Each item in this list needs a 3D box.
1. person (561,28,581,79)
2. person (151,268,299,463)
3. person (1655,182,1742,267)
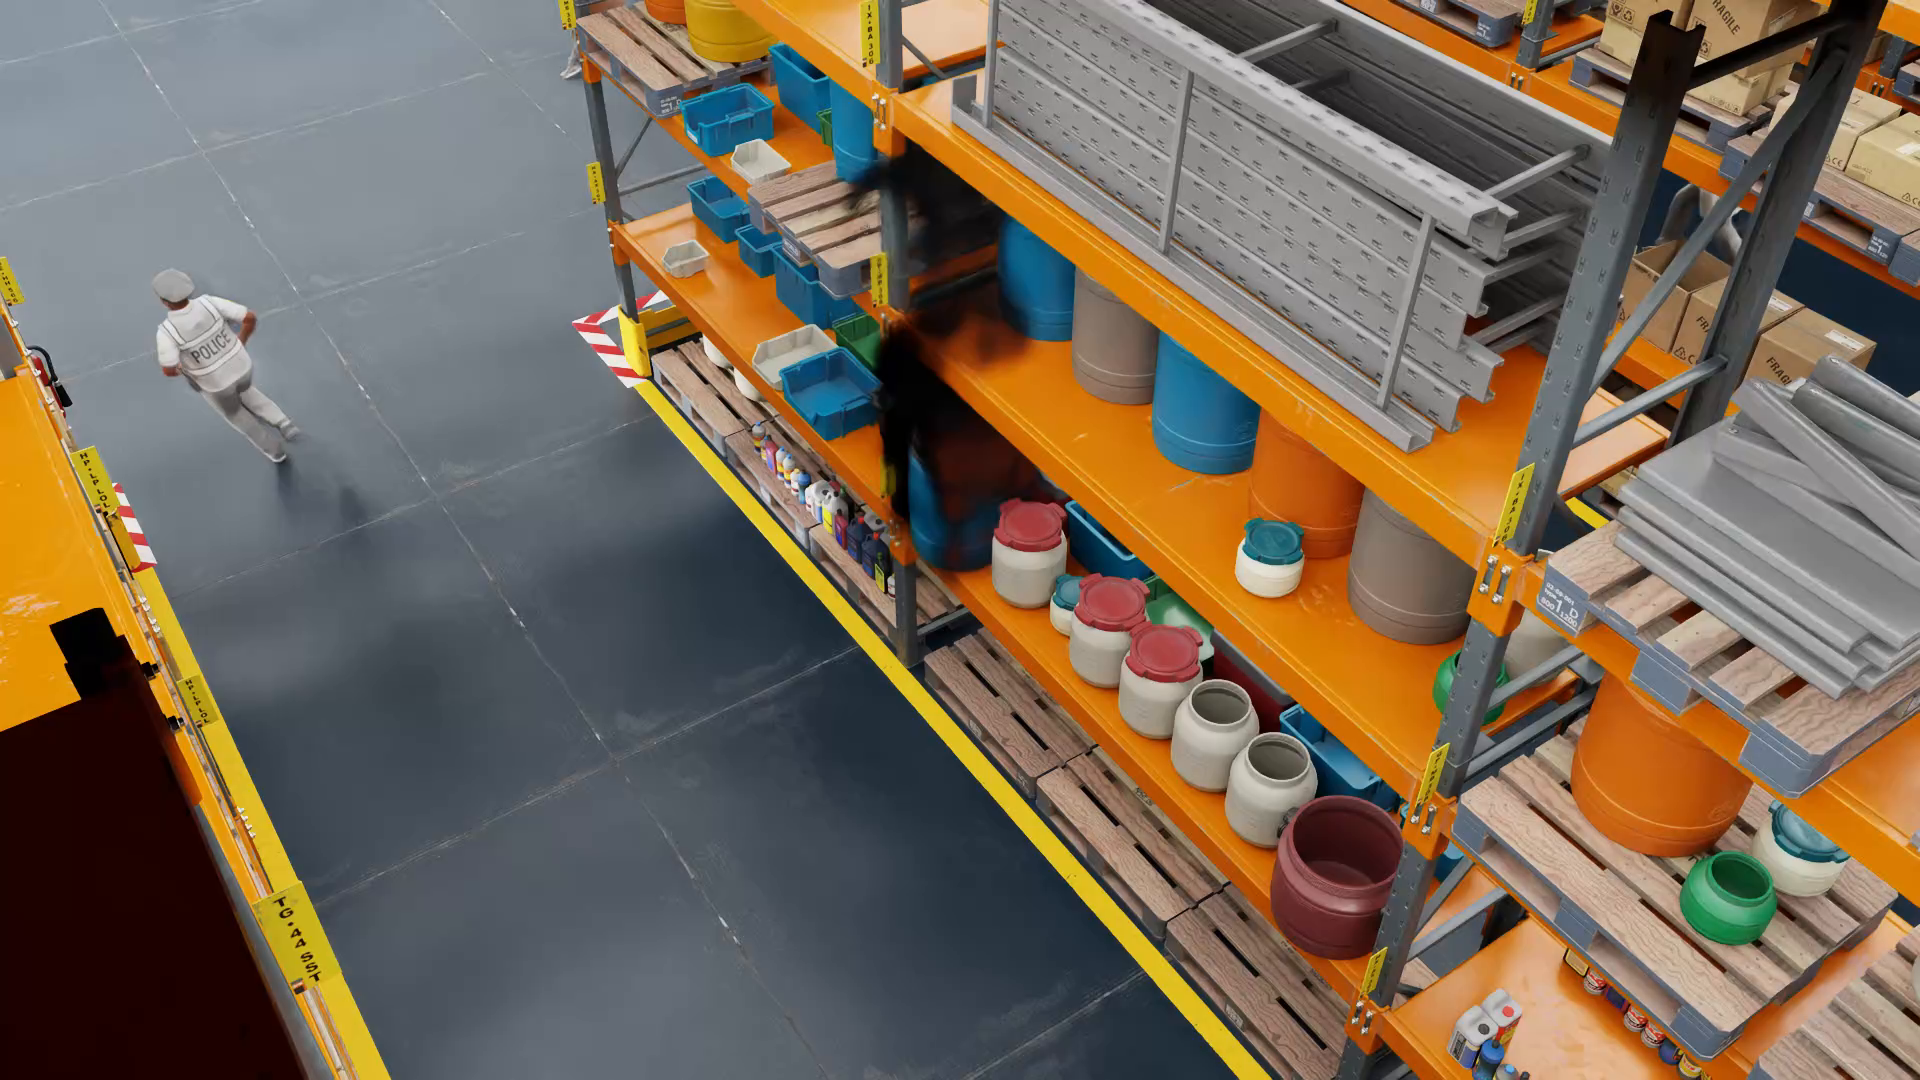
[{"bbox_3d":[-3.591,-5.286,16.329,0.912,1.609,0.557,2,43,2],"label":"person"},{"bbox_3d":[-5.287,-1.200,11.813,0.547,1.731,0.716,25,48,25],"label":"person"},{"bbox_3d":[6.286,-2.850,13.653,1.054,1.744,0.753,33,52,31],"label":"person"}]
